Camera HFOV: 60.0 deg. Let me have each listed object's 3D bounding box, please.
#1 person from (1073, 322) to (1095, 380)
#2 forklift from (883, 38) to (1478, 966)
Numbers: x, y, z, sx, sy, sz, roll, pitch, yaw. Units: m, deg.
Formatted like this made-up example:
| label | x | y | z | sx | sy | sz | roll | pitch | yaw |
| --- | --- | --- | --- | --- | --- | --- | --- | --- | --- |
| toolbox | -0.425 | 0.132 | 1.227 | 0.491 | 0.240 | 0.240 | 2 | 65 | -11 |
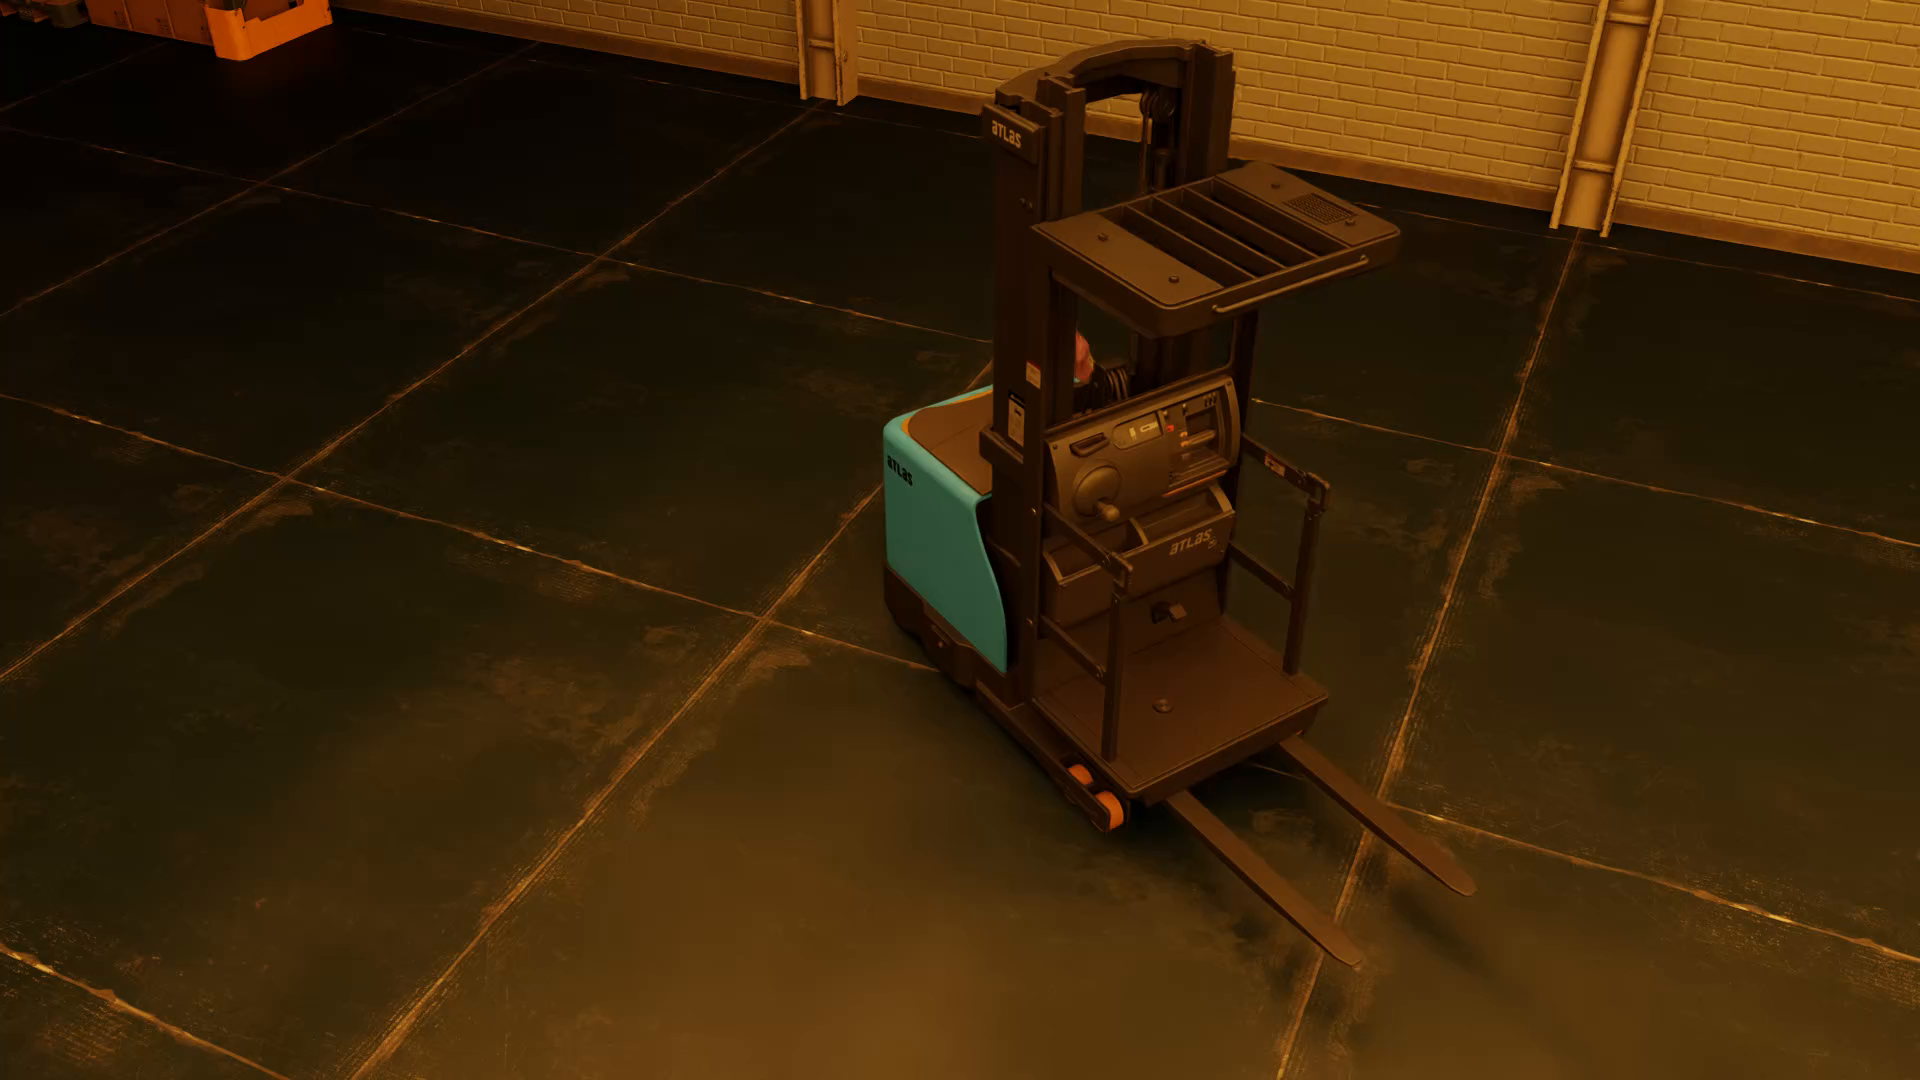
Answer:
| label | x | y | z | sx | sy | sz | roll | pitch | yaw |
| --- | --- | --- | --- | --- | --- | --- | --- | --- | --- |
| person | 0.550 | -0.556 | 8.131 | 0.597 | 1.452 | 0.682 | 25 | 42 | 30 |
| forklift | 0.866 | -0.300 | 6.507 | 1.130 | 2.935 | 3.031 | -21 | 41 | -27 |
